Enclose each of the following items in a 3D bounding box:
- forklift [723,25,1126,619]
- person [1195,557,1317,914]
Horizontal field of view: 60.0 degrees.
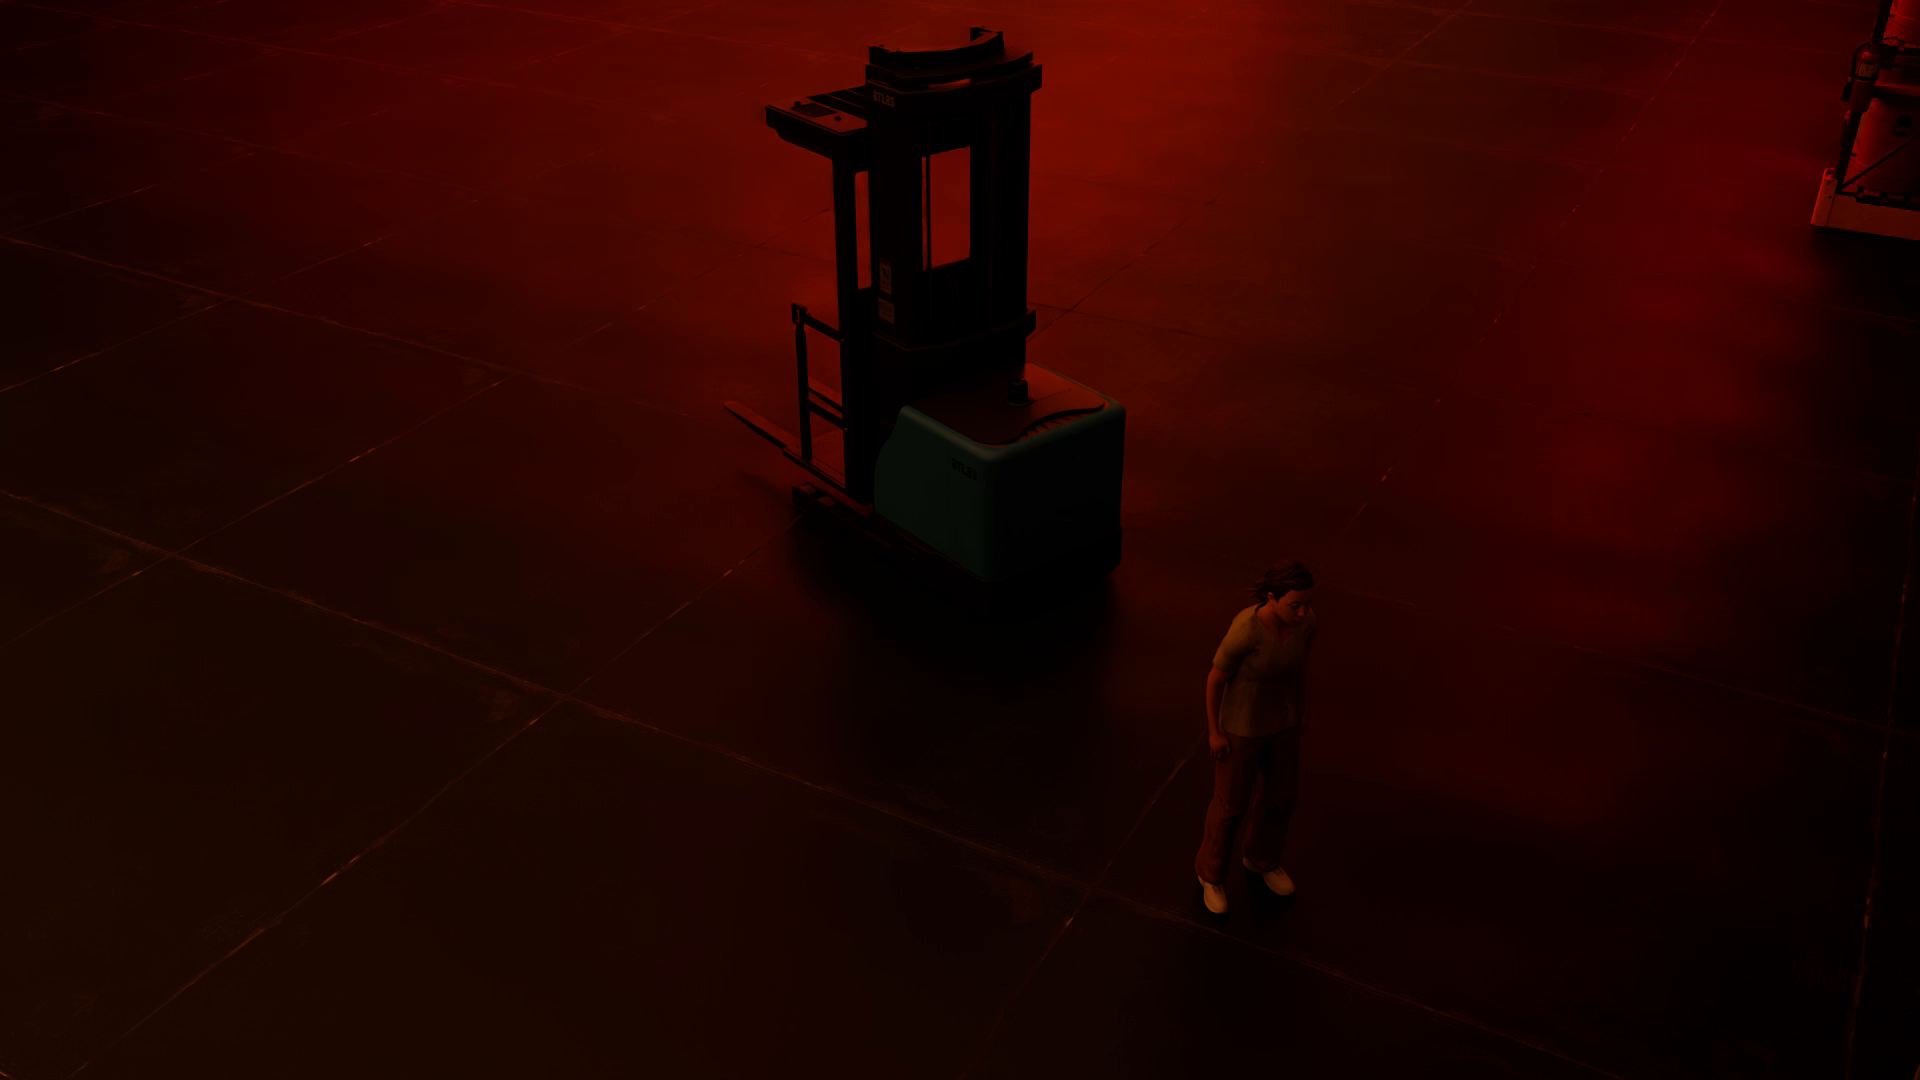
[{"bbox_3d":[-0.382,-1.507,9.682,1.130,2.935,3.031,-22,37,-33],"label":"forklift"},{"bbox_3d":[1.265,0.789,6.964,0.499,1.672,0.363,-12,32,-20],"label":"person"}]
